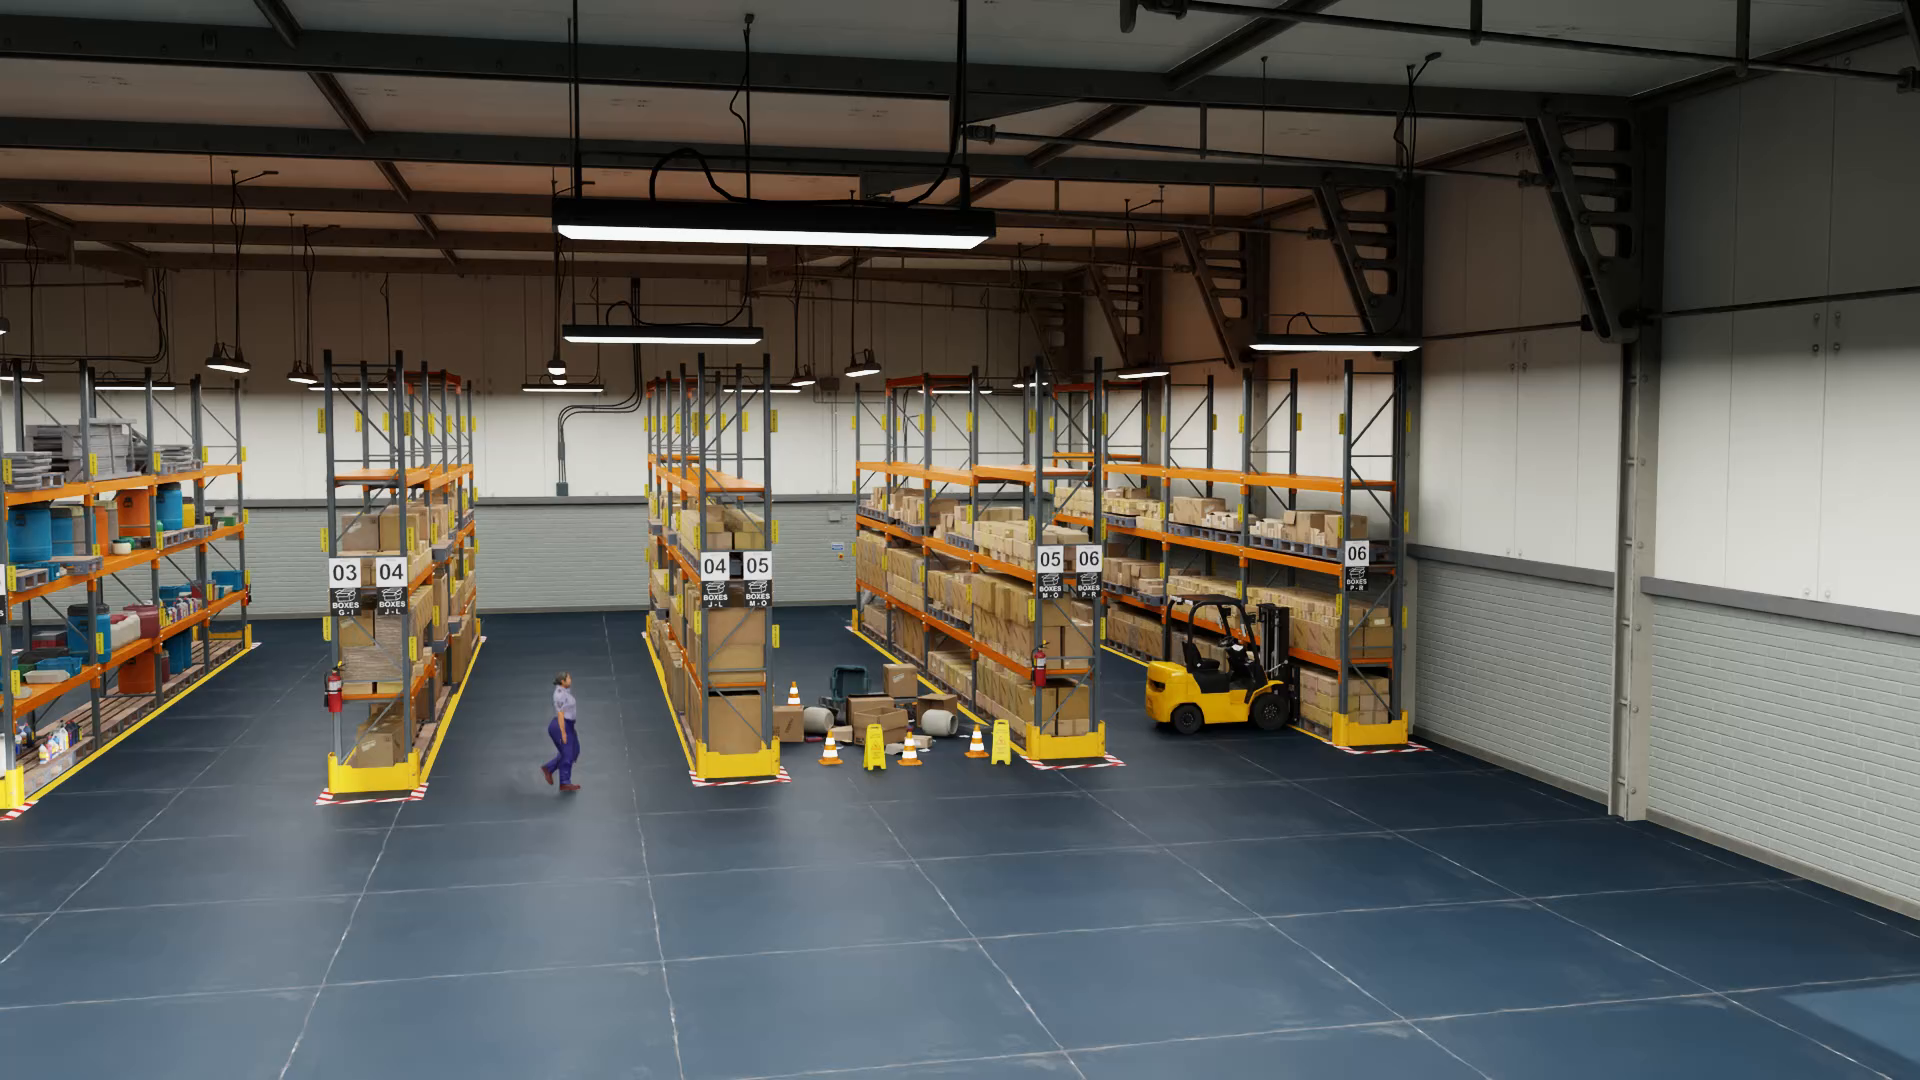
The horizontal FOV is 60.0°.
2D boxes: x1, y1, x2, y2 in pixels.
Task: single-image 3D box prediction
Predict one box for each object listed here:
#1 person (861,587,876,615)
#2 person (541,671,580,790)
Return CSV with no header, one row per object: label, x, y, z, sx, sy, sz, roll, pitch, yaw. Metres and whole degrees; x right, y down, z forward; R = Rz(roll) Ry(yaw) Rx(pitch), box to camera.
person,-2.231,1.295,41.587,0.991,1.639,0.456,-2,4,-27
person,-5.459,2.589,22.732,0.566,1.622,0.479,0,4,3
